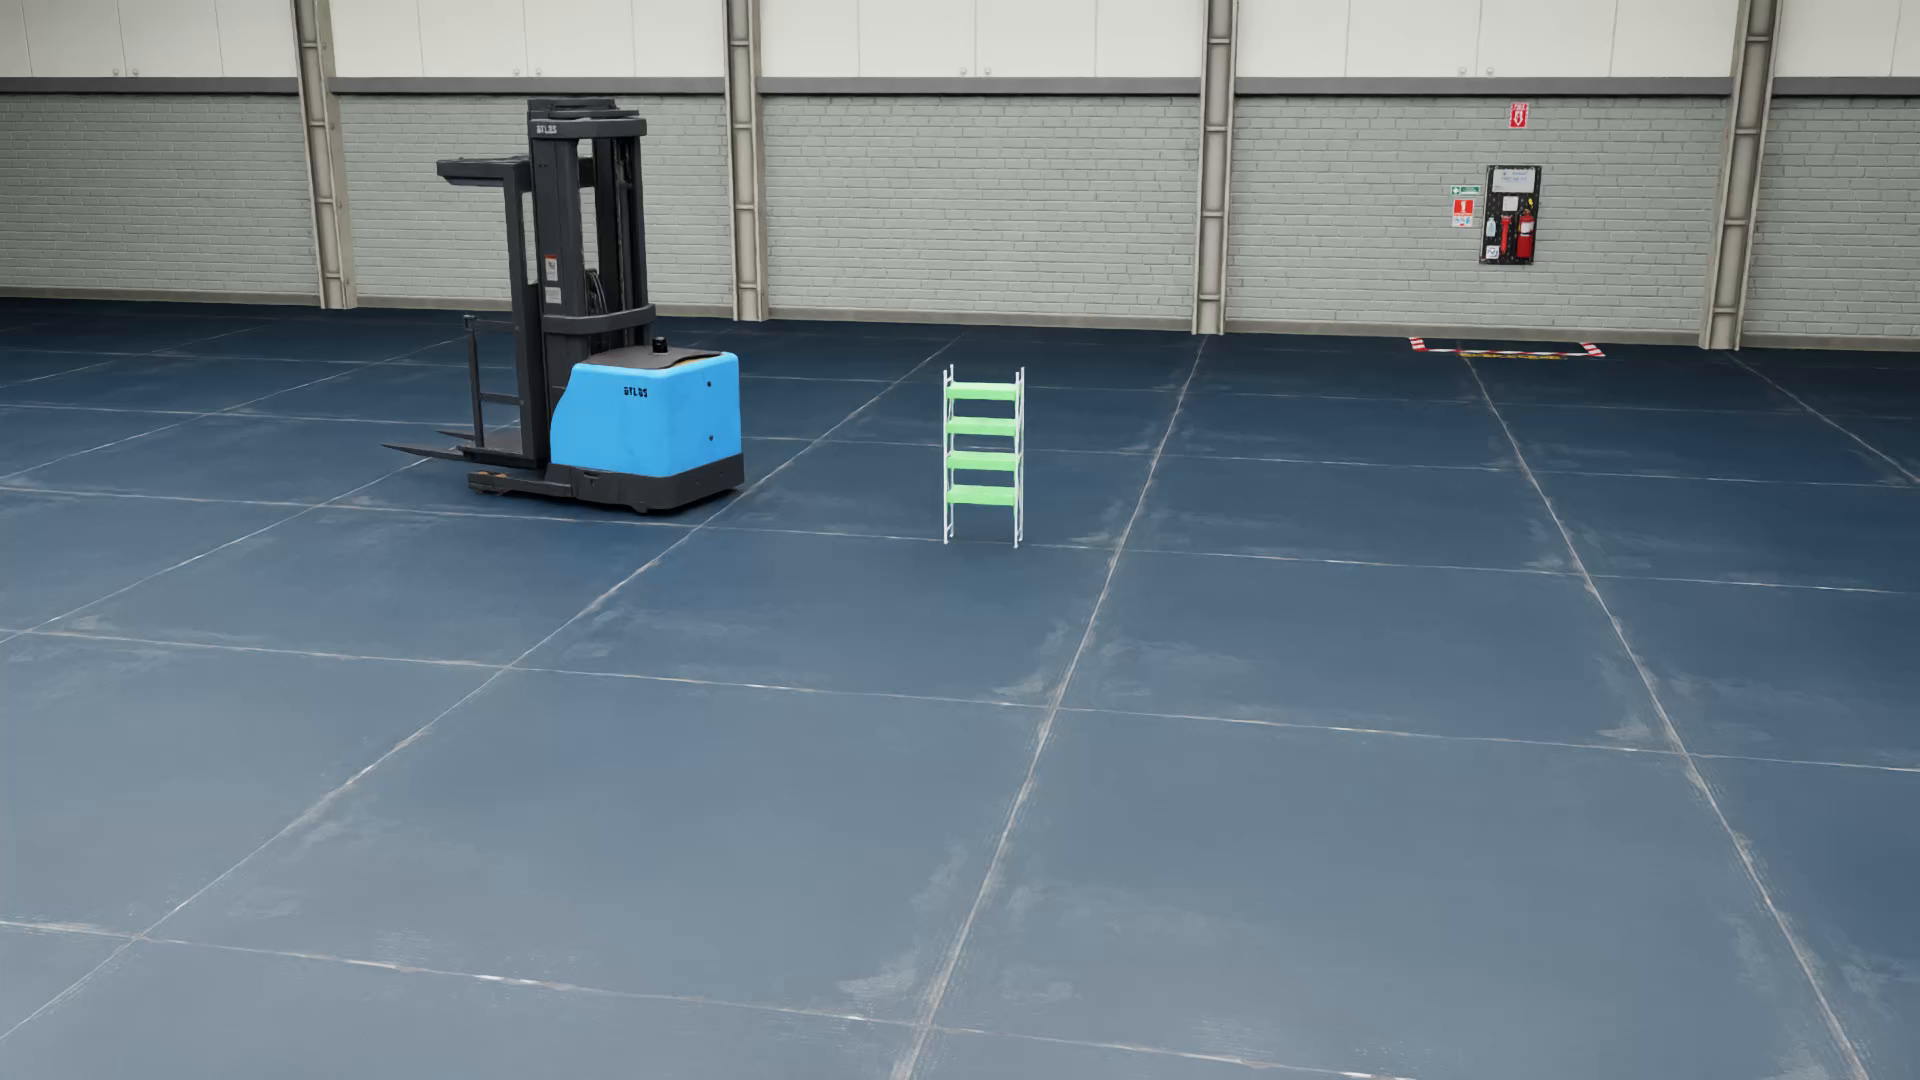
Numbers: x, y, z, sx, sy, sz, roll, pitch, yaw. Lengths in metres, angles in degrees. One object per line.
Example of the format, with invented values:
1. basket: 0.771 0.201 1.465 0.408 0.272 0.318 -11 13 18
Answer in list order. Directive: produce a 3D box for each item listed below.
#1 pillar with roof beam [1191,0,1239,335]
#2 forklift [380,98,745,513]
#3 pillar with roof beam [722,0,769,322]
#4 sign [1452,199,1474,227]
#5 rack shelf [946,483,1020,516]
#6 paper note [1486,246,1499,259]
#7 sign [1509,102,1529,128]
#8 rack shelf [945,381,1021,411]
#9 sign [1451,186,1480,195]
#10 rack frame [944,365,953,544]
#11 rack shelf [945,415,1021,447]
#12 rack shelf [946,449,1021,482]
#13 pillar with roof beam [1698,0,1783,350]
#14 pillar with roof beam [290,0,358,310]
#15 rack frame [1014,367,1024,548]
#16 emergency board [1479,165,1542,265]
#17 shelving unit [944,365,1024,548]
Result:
1. pillar with roof beam: 2.258 -5.810 15.609 0.400 9.000 9.100 3 16 11
2. forklift: -3.209 -1.866 12.738 3.031 2.935 1.130 8 17 27
3. pillar with roof beam: -3.622 -6.129 16.761 0.400 9.000 9.100 3 16 11
4. sign: 6.060 -3.941 20.033 0.234 0.329 0.001 3 16 11
5. rack shelf: 0.162 -0.277 11.381 0.480 0.148 0.258 3 16 11
6. paper note: 6.422 -3.470 20.051 0.142 0.148 0.016 3 16 11
7. sign: 6.593 -5.011 19.620 0.199 0.298 0.001 3 16 11
8. rack shelf: 0.162 -0.970 11.189 0.480 0.148 0.258 3 16 11
9. sign: 6.063 -4.194 19.953 0.331 0.109 0.001 3 16 11
10. rack frame: -0.077 -0.582 11.347 0.015 1.200 0.240 3 16 11
11. rack shelf: 0.162 -0.739 11.253 0.480 0.148 0.258 3 16 11
12. rack shelf: 0.162 -0.508 11.317 0.480 0.148 0.258 3 16 11
13. pillar with roof beam: 8.138 -5.491 14.457 0.400 9.000 9.100 3 16 11
14. pillar with roof beam: -9.501 -6.448 17.914 0.400 9.000 9.100 3 16 11
15. rack frame: 0.401 -0.556 11.253 0.015 1.200 0.240 3 16 11
16. emergency board: 6.581 -3.867 19.834 0.643 1.169 0.194 3 16 11
17. shelving unit: 0.162 -0.569 11.300 0.503 1.200 0.258 3 16 11
